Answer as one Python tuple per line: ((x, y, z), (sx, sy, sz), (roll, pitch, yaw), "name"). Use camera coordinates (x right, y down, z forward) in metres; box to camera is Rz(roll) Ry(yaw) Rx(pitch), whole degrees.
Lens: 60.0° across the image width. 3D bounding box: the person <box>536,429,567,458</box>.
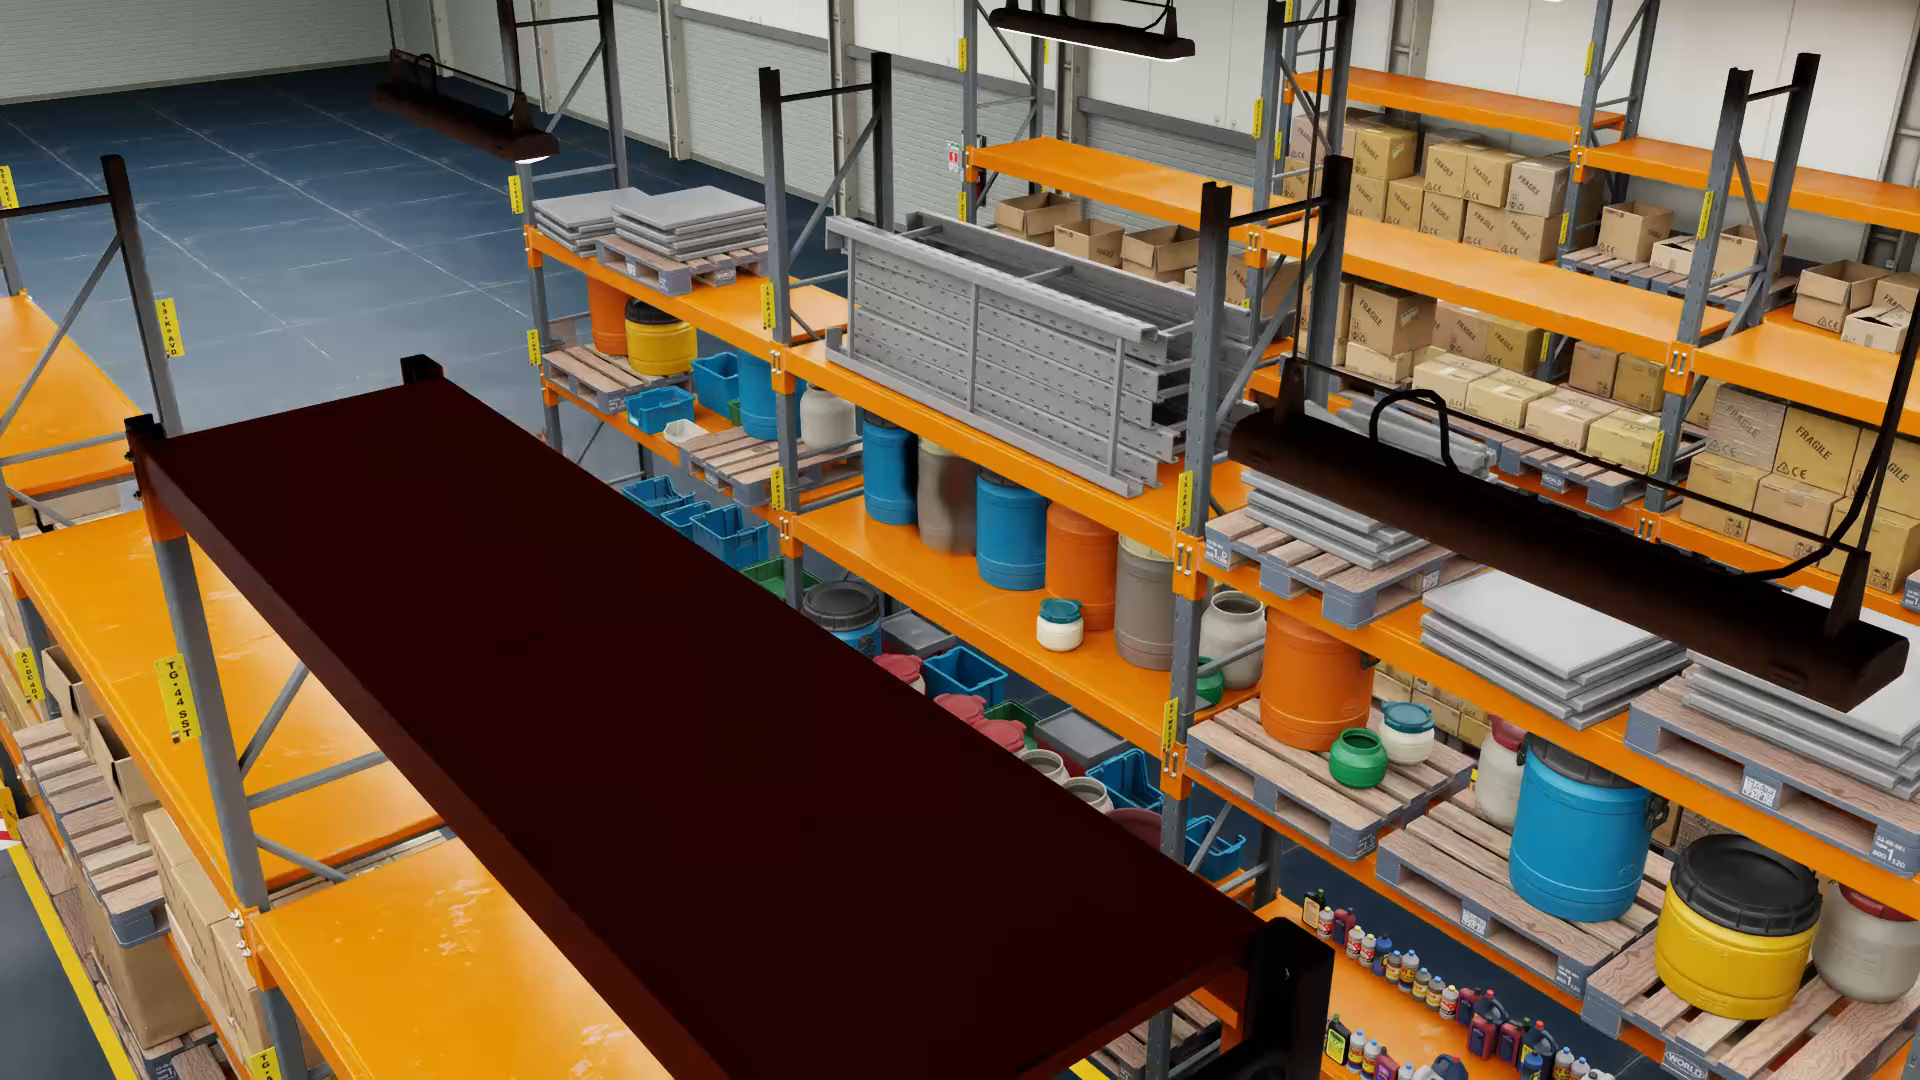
((-4.160, -0.429, 17.296), (0.397, 1.581, 0.487), (20, 32, 35), "person")
